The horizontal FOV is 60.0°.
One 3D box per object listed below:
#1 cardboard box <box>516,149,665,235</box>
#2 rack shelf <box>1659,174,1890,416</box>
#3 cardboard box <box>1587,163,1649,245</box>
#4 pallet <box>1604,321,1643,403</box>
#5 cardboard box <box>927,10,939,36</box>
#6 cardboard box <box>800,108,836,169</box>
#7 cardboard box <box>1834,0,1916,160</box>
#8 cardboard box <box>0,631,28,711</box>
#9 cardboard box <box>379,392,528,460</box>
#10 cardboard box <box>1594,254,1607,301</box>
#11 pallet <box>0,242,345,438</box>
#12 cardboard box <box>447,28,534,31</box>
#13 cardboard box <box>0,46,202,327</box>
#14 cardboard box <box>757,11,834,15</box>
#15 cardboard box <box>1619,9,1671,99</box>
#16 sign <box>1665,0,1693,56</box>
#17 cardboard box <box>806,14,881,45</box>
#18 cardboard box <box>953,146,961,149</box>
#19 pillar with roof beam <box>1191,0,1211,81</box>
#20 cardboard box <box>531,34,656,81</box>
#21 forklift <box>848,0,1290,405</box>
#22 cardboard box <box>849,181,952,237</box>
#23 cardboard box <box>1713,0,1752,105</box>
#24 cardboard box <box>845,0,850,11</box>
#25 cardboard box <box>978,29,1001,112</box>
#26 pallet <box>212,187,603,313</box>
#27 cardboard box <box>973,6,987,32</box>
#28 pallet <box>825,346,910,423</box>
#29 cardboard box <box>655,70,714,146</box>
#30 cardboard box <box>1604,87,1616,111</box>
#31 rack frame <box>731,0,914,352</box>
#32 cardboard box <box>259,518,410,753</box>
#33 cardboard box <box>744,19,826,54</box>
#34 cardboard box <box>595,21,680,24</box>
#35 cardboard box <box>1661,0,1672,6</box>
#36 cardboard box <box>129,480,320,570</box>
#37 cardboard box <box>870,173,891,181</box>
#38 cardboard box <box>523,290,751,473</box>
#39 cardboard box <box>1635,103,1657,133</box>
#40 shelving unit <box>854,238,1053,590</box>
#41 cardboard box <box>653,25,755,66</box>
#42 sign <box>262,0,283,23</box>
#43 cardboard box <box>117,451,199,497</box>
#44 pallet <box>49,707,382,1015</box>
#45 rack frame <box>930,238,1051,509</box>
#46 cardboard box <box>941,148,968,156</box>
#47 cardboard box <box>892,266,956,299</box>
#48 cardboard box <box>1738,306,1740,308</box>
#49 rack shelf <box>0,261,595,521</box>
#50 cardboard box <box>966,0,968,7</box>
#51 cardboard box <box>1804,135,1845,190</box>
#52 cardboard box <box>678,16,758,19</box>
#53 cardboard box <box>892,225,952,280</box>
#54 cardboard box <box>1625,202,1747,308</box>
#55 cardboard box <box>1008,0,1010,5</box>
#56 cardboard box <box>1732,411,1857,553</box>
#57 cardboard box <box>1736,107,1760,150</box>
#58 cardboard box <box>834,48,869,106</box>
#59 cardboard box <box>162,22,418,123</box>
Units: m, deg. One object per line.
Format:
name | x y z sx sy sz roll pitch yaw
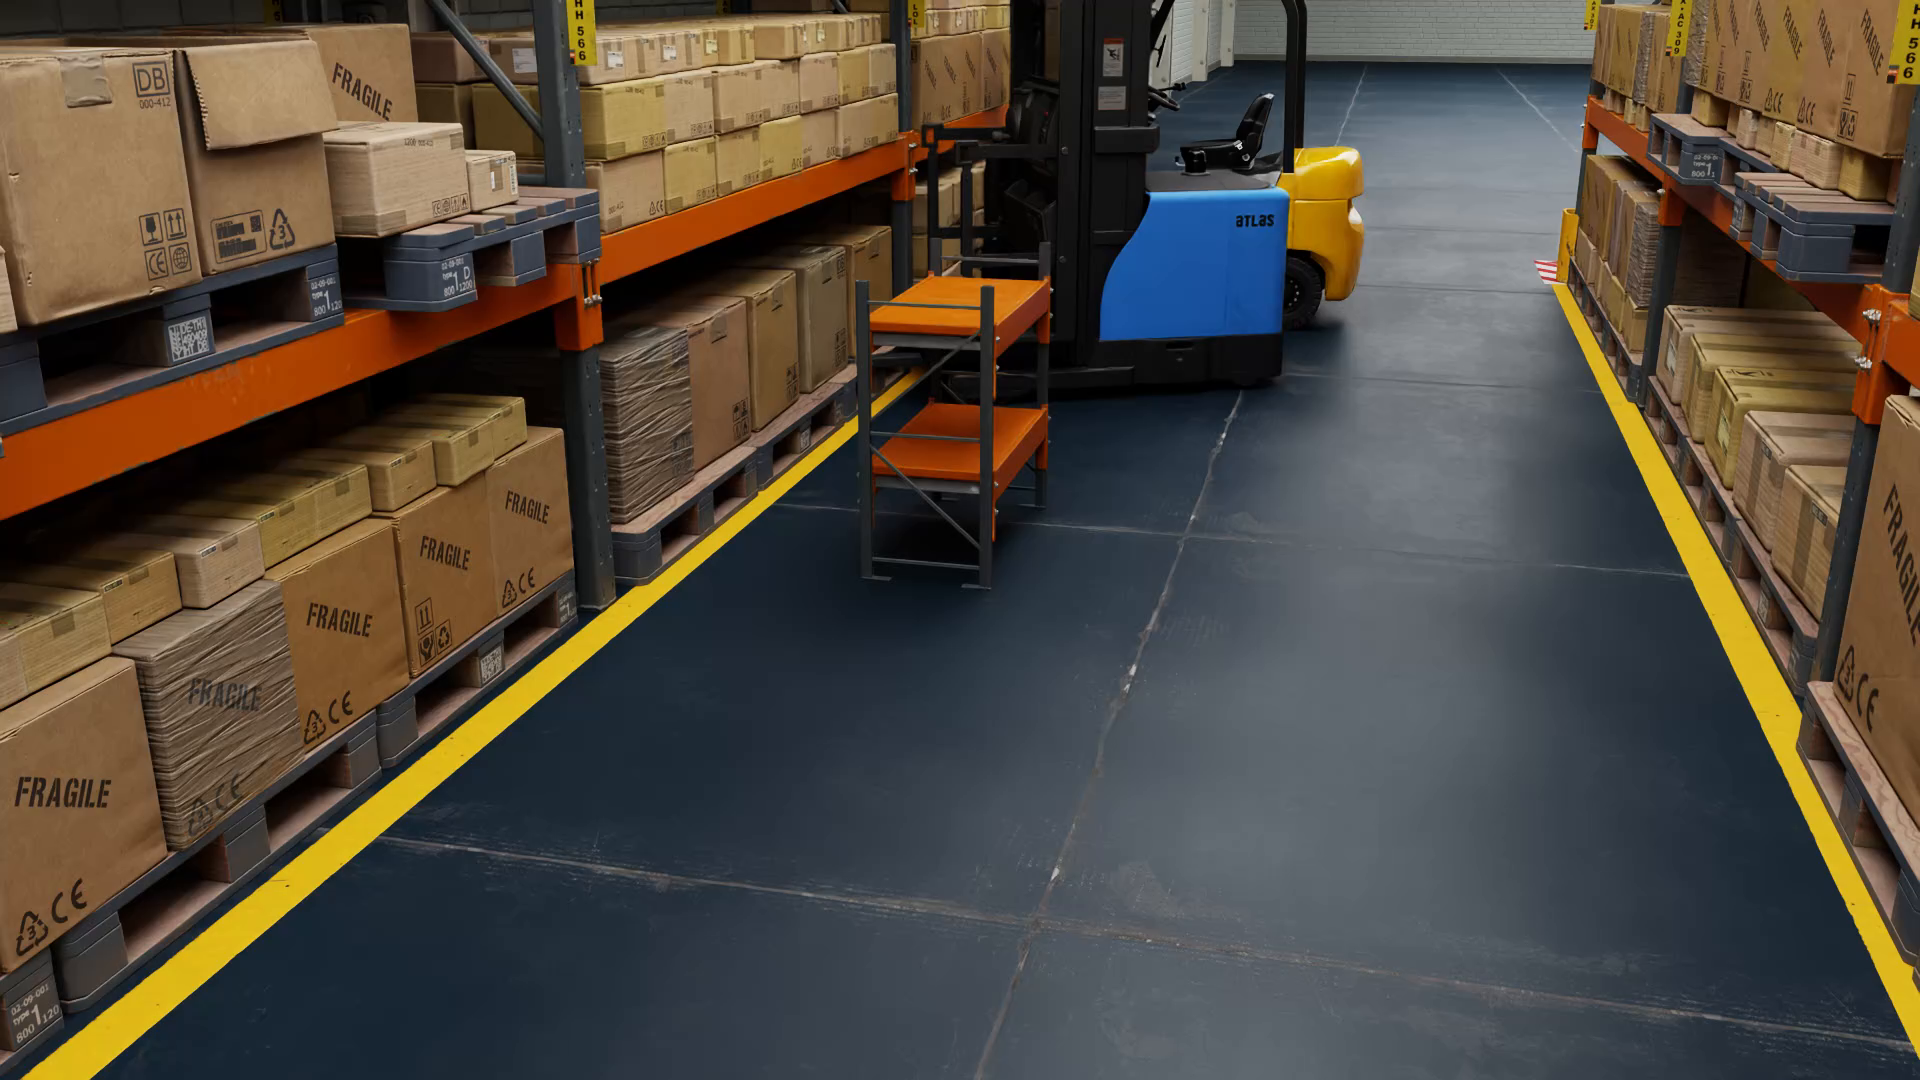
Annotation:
cardboard box | -1.400 -1.267 5.988 0.500 0.250 0.500 5 19 14
rack shelf | 3.557 -1.114 6.420 1.077 0.370 4.000 5 19 13
cardboard box | 4.429 -2.184 10.886 0.500 0.500 0.500 4 19 11
pallet | 4.176 -0.975 9.214 1.003 0.211 1.213 5 19 13
cardboard box | -0.337 -3.070 9.878 0.380 0.149 0.250 5 19 13
cardboard box | -0.906 -1.911 7.874 0.500 0.250 0.500 5 19 14
cardboard box | 2.910 -1.378 4.818 0.500 0.500 0.500 4 19 12
cardboard box | -2.182 0.285 3.427 0.380 0.149 0.250 5 19 13
cardboard box | -1.621 -0.366 5.332 0.380 0.149 0.250 4 19 11
cardboard box | 4.305 -1.670 10.540 0.500 0.250 0.500 6 20 17
pallet | -2.216 -0.517 3.858 1.003 0.211 1.213 5 19 13
cardboard box | -1.792 -1.940 6.568 0.380 0.149 0.250 4 19 12
cardboard box | -2.070 -0.753 3.446 0.700 0.500 0.500 5 19 13
cardboard box | -0.939 -2.947 9.517 0.380 0.149 0.250 5 19 13
cardboard box | 4.275 -2.914 9.963 0.500 0.500 0.500 4 19 12
sign | 3.518 -2.531 8.118 0.100 0.325 0.005 5 19 13
cardboard box | -0.636 -2.701 8.798 0.380 0.149 0.250 5 20 15
cardboard box | -0.211 -2.804 12.312 0.500 0.250 0.500 5 19 13
pillar with roof beam | 9.203 -13.600 32.582 9.100 9.000 0.400 5 19 13
cardboard box | -1.318 -1.733 5.961 0.380 0.149 0.250 5 20 15
forklift | 0.201 -2.285 8.844 3.031 2.935 1.130 -4 19 -10
cardboard box | -0.346 -1.969 9.870 0.500 0.250 0.500 4 19 13
cardboard box | 3.397 -2.032 6.733 0.500 0.500 0.500 5 19 13
cardboard box | -0.444 -3.134 9.603 0.380 0.149 0.250 5 19 14
cardboard box | -0.029 -3.117 11.017 0.500 0.500 0.500 5 19 14
pallet | -1.843 -0.909 5.006 1.213 0.211 1.003 5 19 13
cardboard box | -0.038 -3.388 10.808 0.380 0.149 0.250 4 19 12
pallet | -0.911 -0.918 9.049 1.003 0.211 1.213 5 19 13
cardboard box | -1.277 -1.660 6.366 0.500 0.250 0.500 5 20 15
cardboard box | 4.441 -2.893 10.905 0.380 0.149 0.250 5 19 14
rack frame | -0.768 -2.472 9.283 1.000 3.000 0.127 5 19 13
cardboard box | -1.898 0.236 4.574 0.500 0.500 0.500 6 20 16
cardboard box | -0.853 -2.376 7.846 0.380 0.149 0.250 4 19 12
cardboard box | -1.480 -2.259 7.501 0.380 0.149 0.250 5 19 14
cardboard box | 5.110 -3.819 11.065 0.700 0.500 0.500 4 19 12
cardboard box | -1.933 -0.042 4.383 0.380 0.149 0.250 4 19 13
cardboard box | -0.726 -2.172 10.463 0.500 0.250 0.500 4 19 13
cardboard box | -1.428 -0.693 7.099 0.875 0.625 0.625 5 20 15
cardboard box | 4.074 -2.406 9.478 0.380 0.149 0.250 4 19 13
shelving unit | -0.002 -0.530 6.500 0.538 1.125 1.048 5 19 13
cardboard box | -1.077 -2.054 6.903 0.380 0.149 0.250 5 20 15
sign | -2.285 -1.809 5.551 0.100 0.325 0.005 5 19 13
cardboard box | -2.406 -0.159 4.725 0.380 0.149 0.250 4 19 11
pallet | -2.265 0.714 4.271 1.003 0.211 1.213 5 19 13
rack frame | 0.123 -0.690 6.966 0.500 1.125 0.032 5 19 13
cardboard box | 0.166 -2.608 11.739 0.500 0.250 0.500 5 19 14
cardboard box | -0.329 -1.495 10.027 0.500 0.250 0.500 5 19 14
cardboard box | 4.452 -1.142 8.995 0.500 0.250 0.500 4 19 11
rack shelf | -2.234 -0.251 3.894 1.077 0.370 4.000 5 19 13
cardboard box | -0.165 -3.453 10.539 0.380 0.149 0.250 5 19 13
cardboard box | 2.934 -1.201 5.301 0.380 0.149 0.250 4 19 13
cardboard box | -1.240 -2.575 8.426 0.380 0.149 0.250 5 19 13
cardboard box | -0.351 -1.733 9.952 0.500 0.250 0.500 5 19 13
cardboard box | 3.930 -1.540 9.000 0.500 0.500 0.500 4 19 13
cardboard box | 0.169 -3.765 11.452 0.380 0.149 0.250 5 20 15
cardboard box | 3.389 -0.191 6.021 0.950 0.372 0.625 4 19 12
cardboard box | 3.259 -1.606 6.488 0.380 0.149 0.250 5 20 15
cardboard box | -0.759 -2.301 8.243 0.500 0.250 0.500 4 19 12
cardboard box | -2.023 -1.315 5.093 0.500 0.500 0.500 6 20 16
